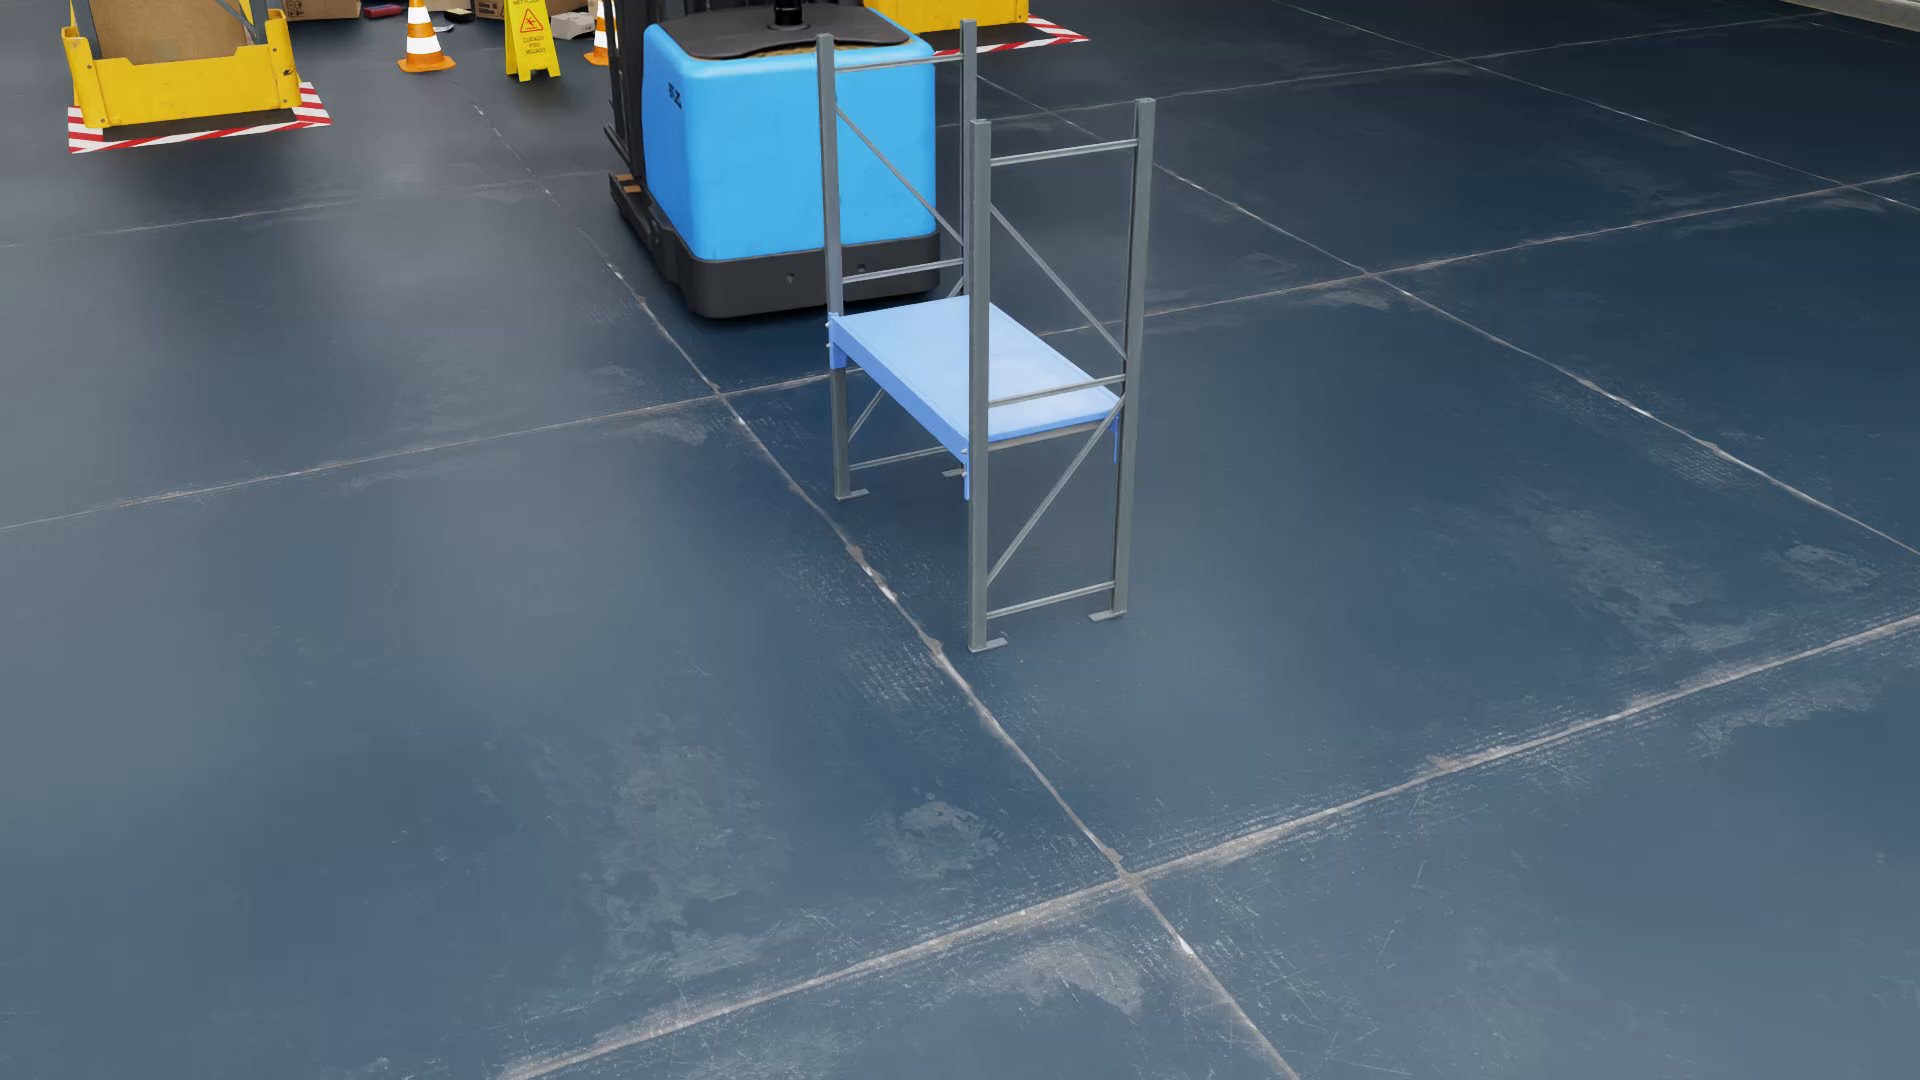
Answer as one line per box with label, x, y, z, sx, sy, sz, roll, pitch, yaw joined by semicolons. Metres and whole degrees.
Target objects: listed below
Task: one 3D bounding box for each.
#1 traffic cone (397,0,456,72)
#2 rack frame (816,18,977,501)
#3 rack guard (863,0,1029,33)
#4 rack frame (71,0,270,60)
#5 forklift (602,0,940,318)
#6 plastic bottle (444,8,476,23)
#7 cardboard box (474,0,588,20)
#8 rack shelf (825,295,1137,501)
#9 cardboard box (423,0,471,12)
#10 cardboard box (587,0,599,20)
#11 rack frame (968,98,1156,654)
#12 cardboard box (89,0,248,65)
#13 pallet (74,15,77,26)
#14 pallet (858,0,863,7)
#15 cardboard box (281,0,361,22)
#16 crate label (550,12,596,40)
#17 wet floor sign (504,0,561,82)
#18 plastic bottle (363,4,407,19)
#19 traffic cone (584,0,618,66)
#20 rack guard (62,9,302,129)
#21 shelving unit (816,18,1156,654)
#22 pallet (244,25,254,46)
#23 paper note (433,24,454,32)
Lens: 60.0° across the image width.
traffic cone;-3.432;-3.258;10.587;0.336;0.463;0.334;-13;32;-22
rack frame;-0.182;-0.841;5.216;0.500;1.500;0.032;-13;32;-22
rack guard;-0.092;-3.859;11.621;1.175;0.500;0.348;-13;32;-22
rack frame;-4.487;-3.832;9.017;1.000;3.000;0.127;-13;32;-22
forklift;-1.074;-2.876;7.382;1.130;2.935;3.031;-10;31;-18
plastic bottle;-3.593;-3.751;11.877;0.283;0.061;0.133;26;38;38
cardboard box;-3.100;-4.071;11.996;0.637;0.503;0.797;13;32;21
rack shelf;0.037;-0.460;4.904;0.538;0.185;1.000;-13;32;-22
cardboard box;-3.803;-4.034;12.172;0.396;0.266;0.258;-8;30;-13
cardboard box;-2.446;-3.827;11.923;0.380;0.149;0.250;2;29;4
rack frame;0.255;-0.392;4.416;0.500;1.500;0.032;-13;32;-22
cardboard box;-4.837;-3.374;9.943;0.875;0.875;0.875;-13;32;-22
pallet;-5.420;-3.491;11.259;1.003;0.211;1.213;-13;32;-22
pallet;-0.409;-4.100;12.345;1.003;0.211;1.213;-13;32;-22
cardboard box;-4.611;-4.039;11.940;0.500;0.500;0.500;-8;30;-13
crate label;-2.659;-3.537;11.418;0.298;0.136;0.250;19;34;30
wet floor sign;-2.686;-3.208;10.311;0.267;0.644;0.232;-19;35;-30
plastic bottle;-4.146;-3.821;12.001;0.133;0.061;0.283;26;38;38
traffic cone;-2.266;-3.345;10.743;0.336;0.463;0.334;-13;32;-22
rack guard;-4.476;-2.731;9.609;1.175;0.500;0.348;-13;32;-22
shelving unit;0.037;-0.616;4.816;0.538;1.500;1.048;-13;32;-22
pallet;-4.901;-2.952;10.299;1.003;0.211;1.213;-13;32;-22
paper note;-3.609;-3.567;11.582;0.144;0.017;0.142;-3;29;-5
